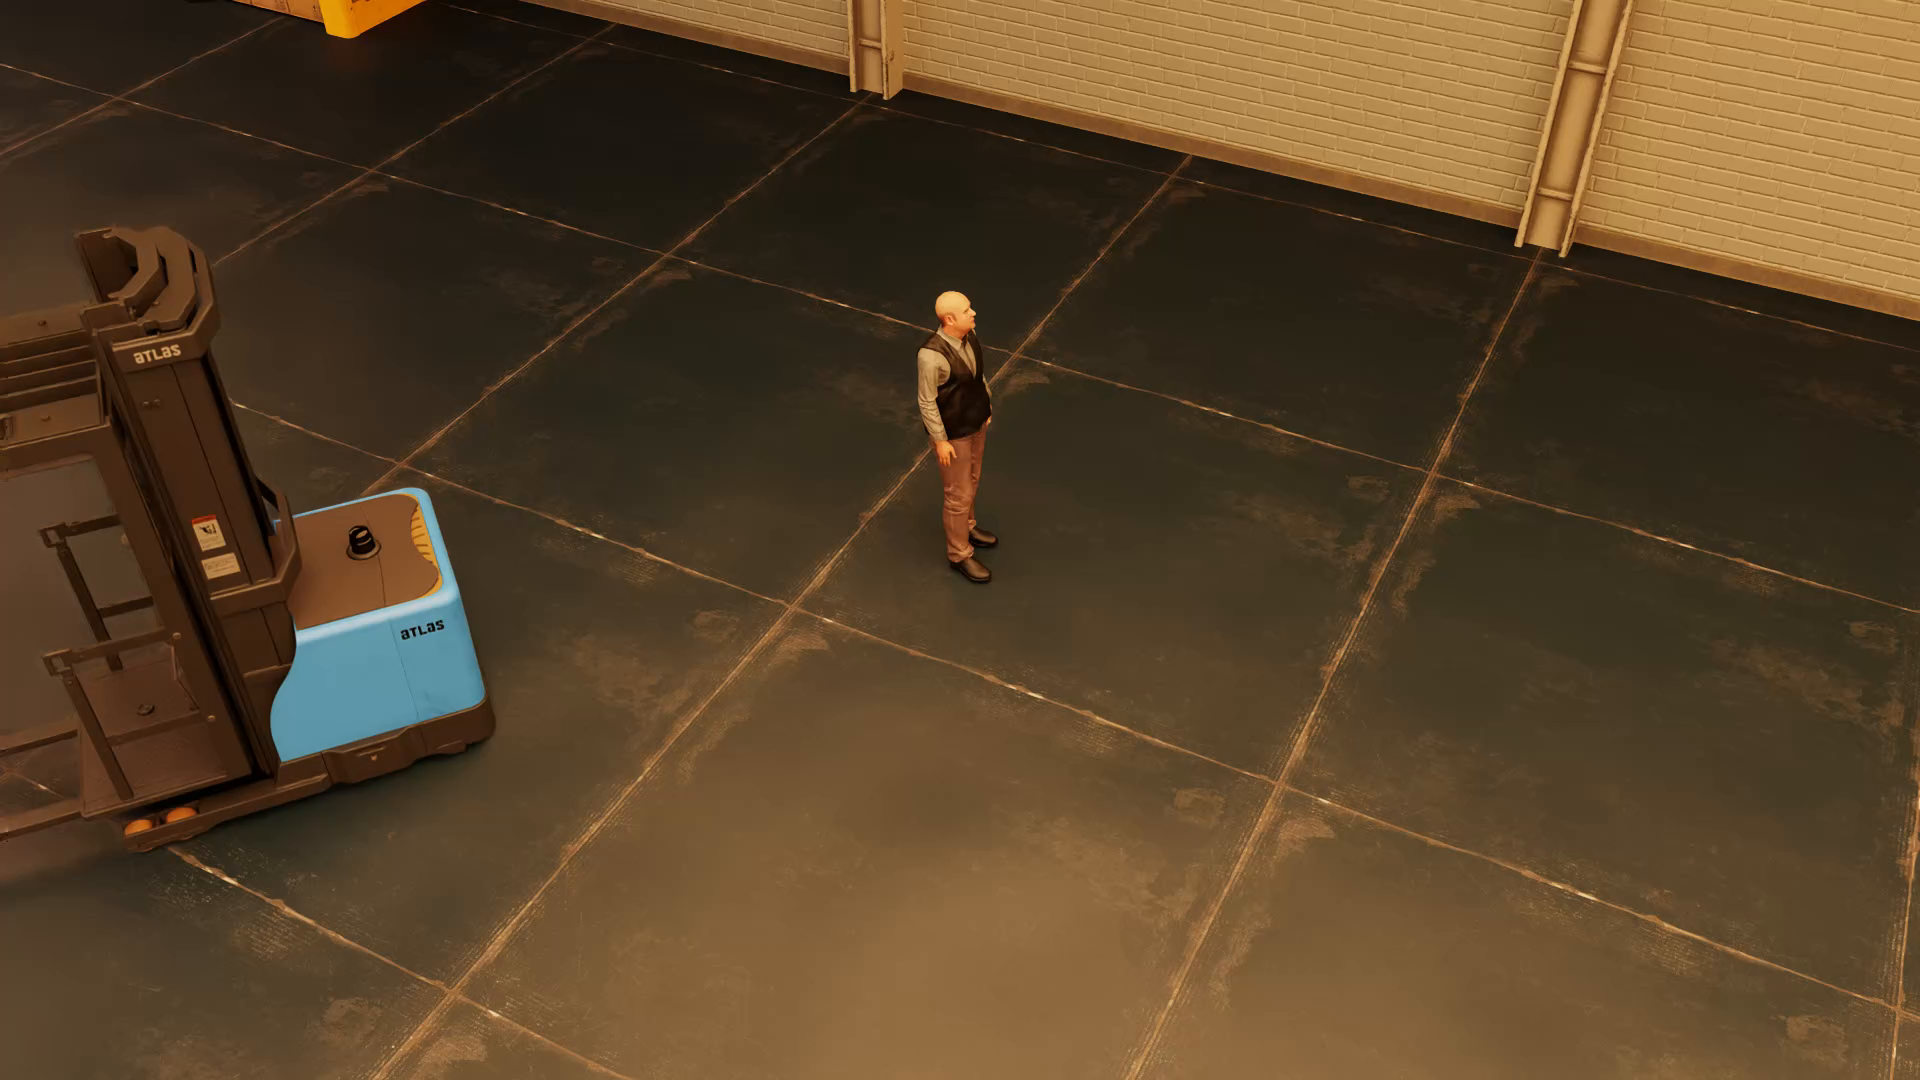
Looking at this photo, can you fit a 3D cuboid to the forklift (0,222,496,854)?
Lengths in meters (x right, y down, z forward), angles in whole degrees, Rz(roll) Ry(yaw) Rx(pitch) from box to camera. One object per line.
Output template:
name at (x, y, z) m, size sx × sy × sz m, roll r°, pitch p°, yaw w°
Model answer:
forklift at (-4.063, 0.063, 7.912) m, size 3.031 × 2.935 × 1.130 m, roll -16°, pitch 43°, yaw -18°

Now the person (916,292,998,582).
person at (0.053, -0.641, 9.676) m, size 0.566 × 1.722 × 0.633 m, roll 18°, pitch 43°, yaw 21°
